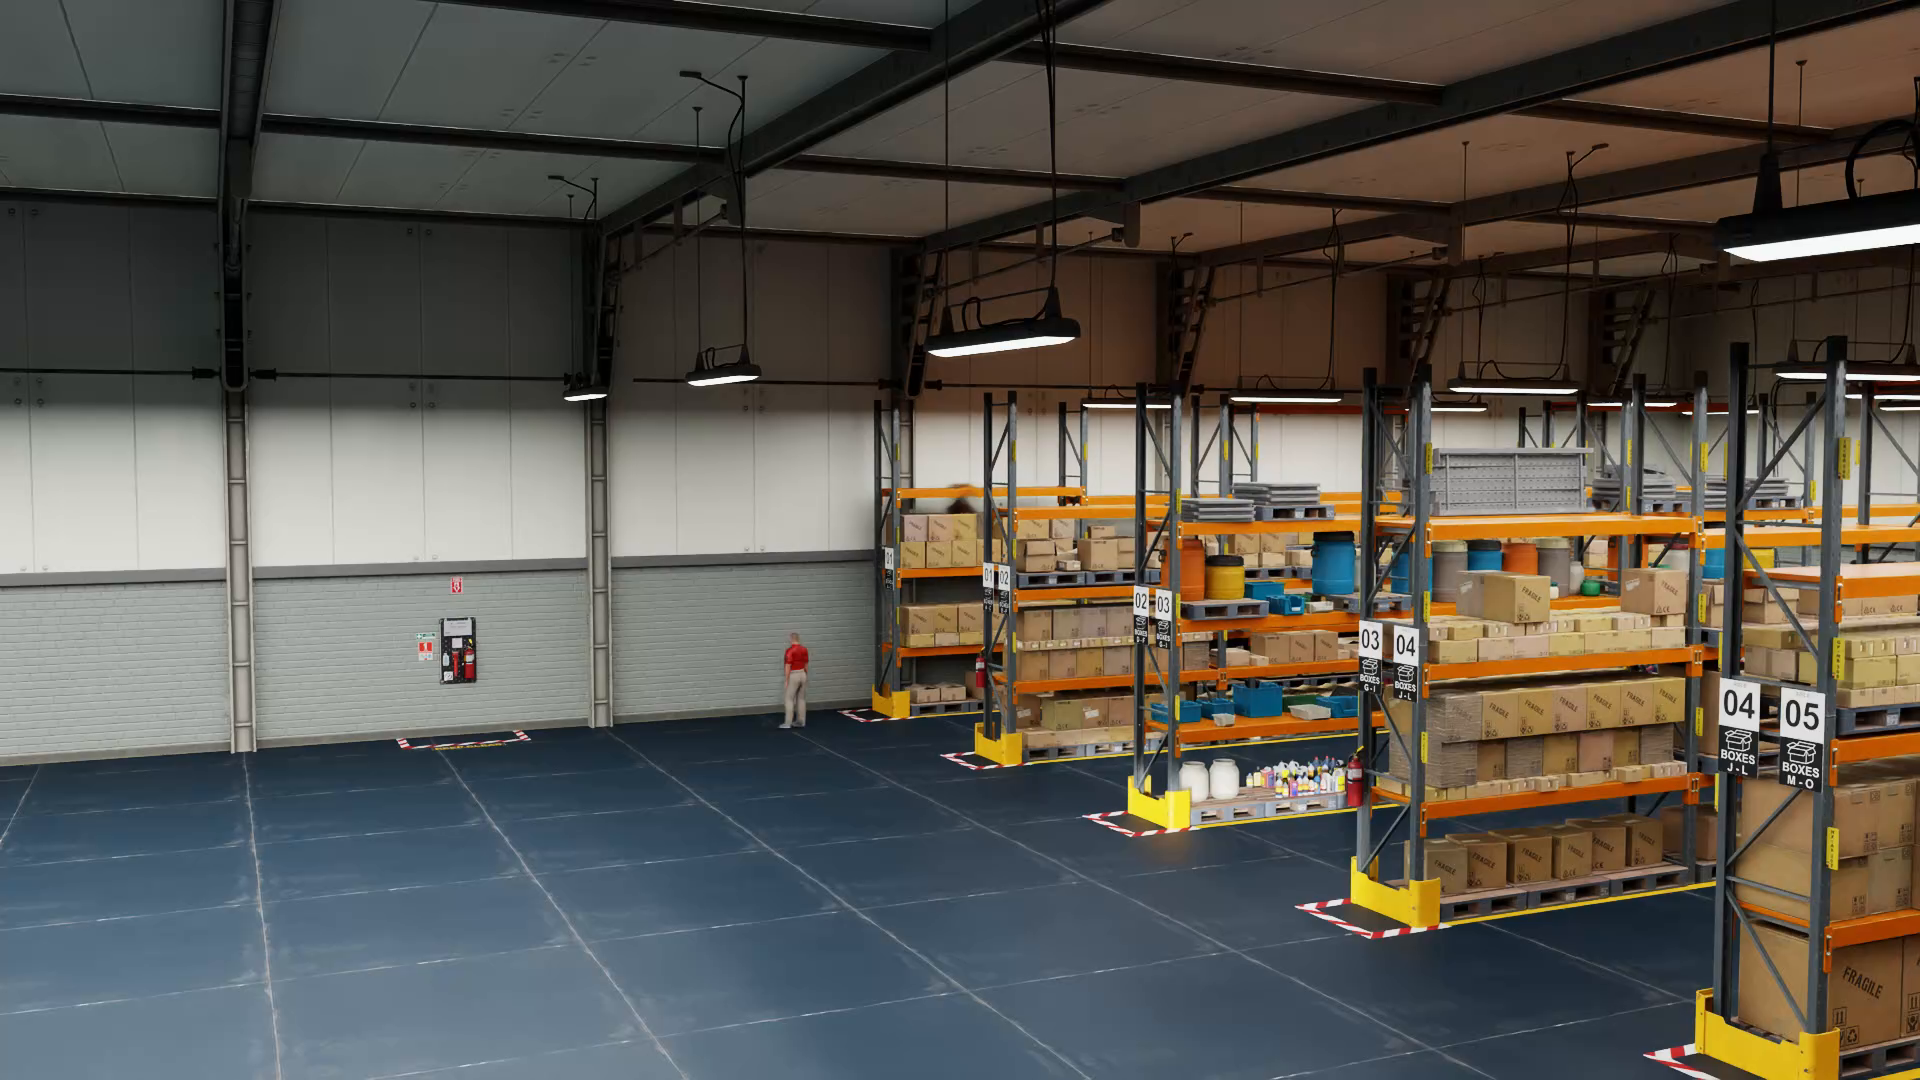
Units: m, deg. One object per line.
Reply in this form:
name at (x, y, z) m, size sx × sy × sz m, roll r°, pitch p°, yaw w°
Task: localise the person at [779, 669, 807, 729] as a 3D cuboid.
person at (-3.033, 2.870, 30.146) m, size 0.431 × 1.075 × 0.501 m, roll 2°, pitch 4°, yaw 37°
